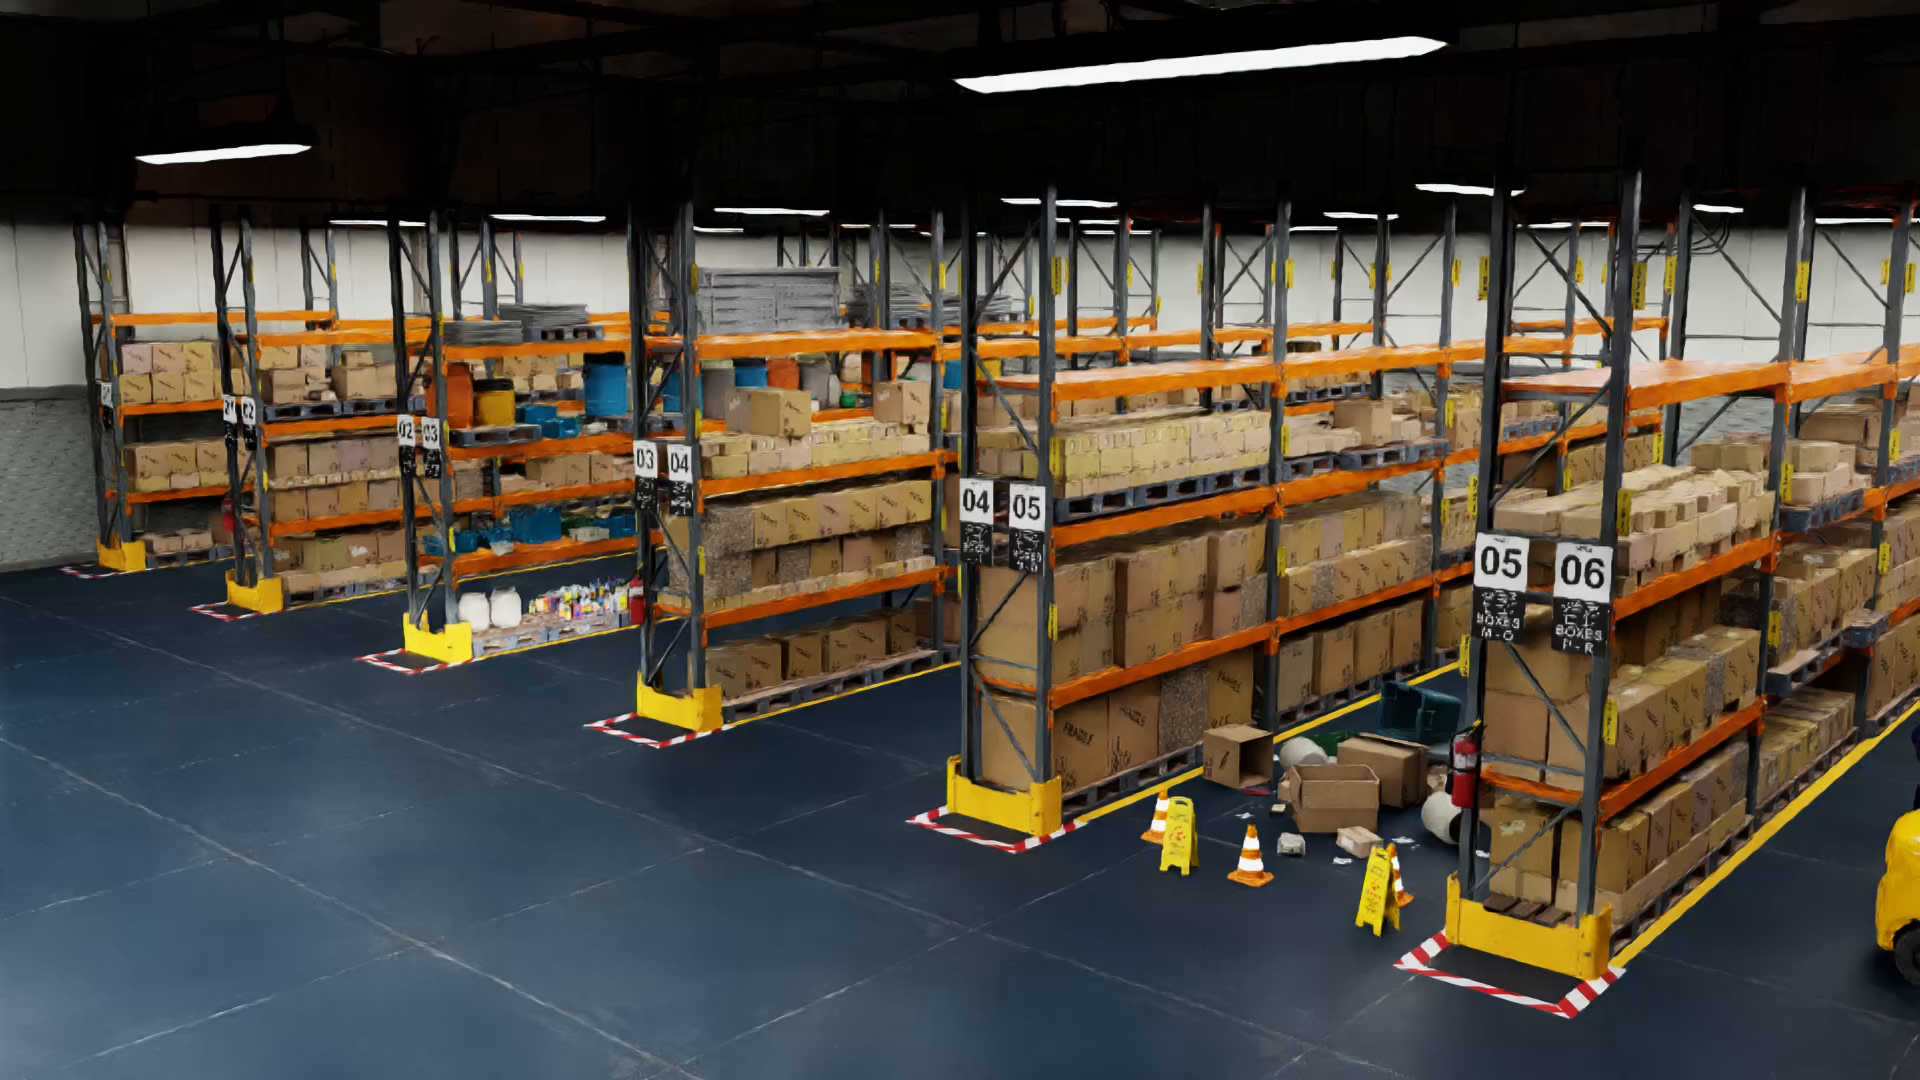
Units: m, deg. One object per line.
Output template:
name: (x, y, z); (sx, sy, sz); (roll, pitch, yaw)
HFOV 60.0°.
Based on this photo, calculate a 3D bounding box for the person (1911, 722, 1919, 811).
person: (8.865, 1.914, 15.097); (0.361, 1.391, 0.502); (3, 10, 15)

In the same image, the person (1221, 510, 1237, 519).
person: (3.581, 0.409, 22.054); (0.456, 1.669, 0.542); (2, 10, 11)
